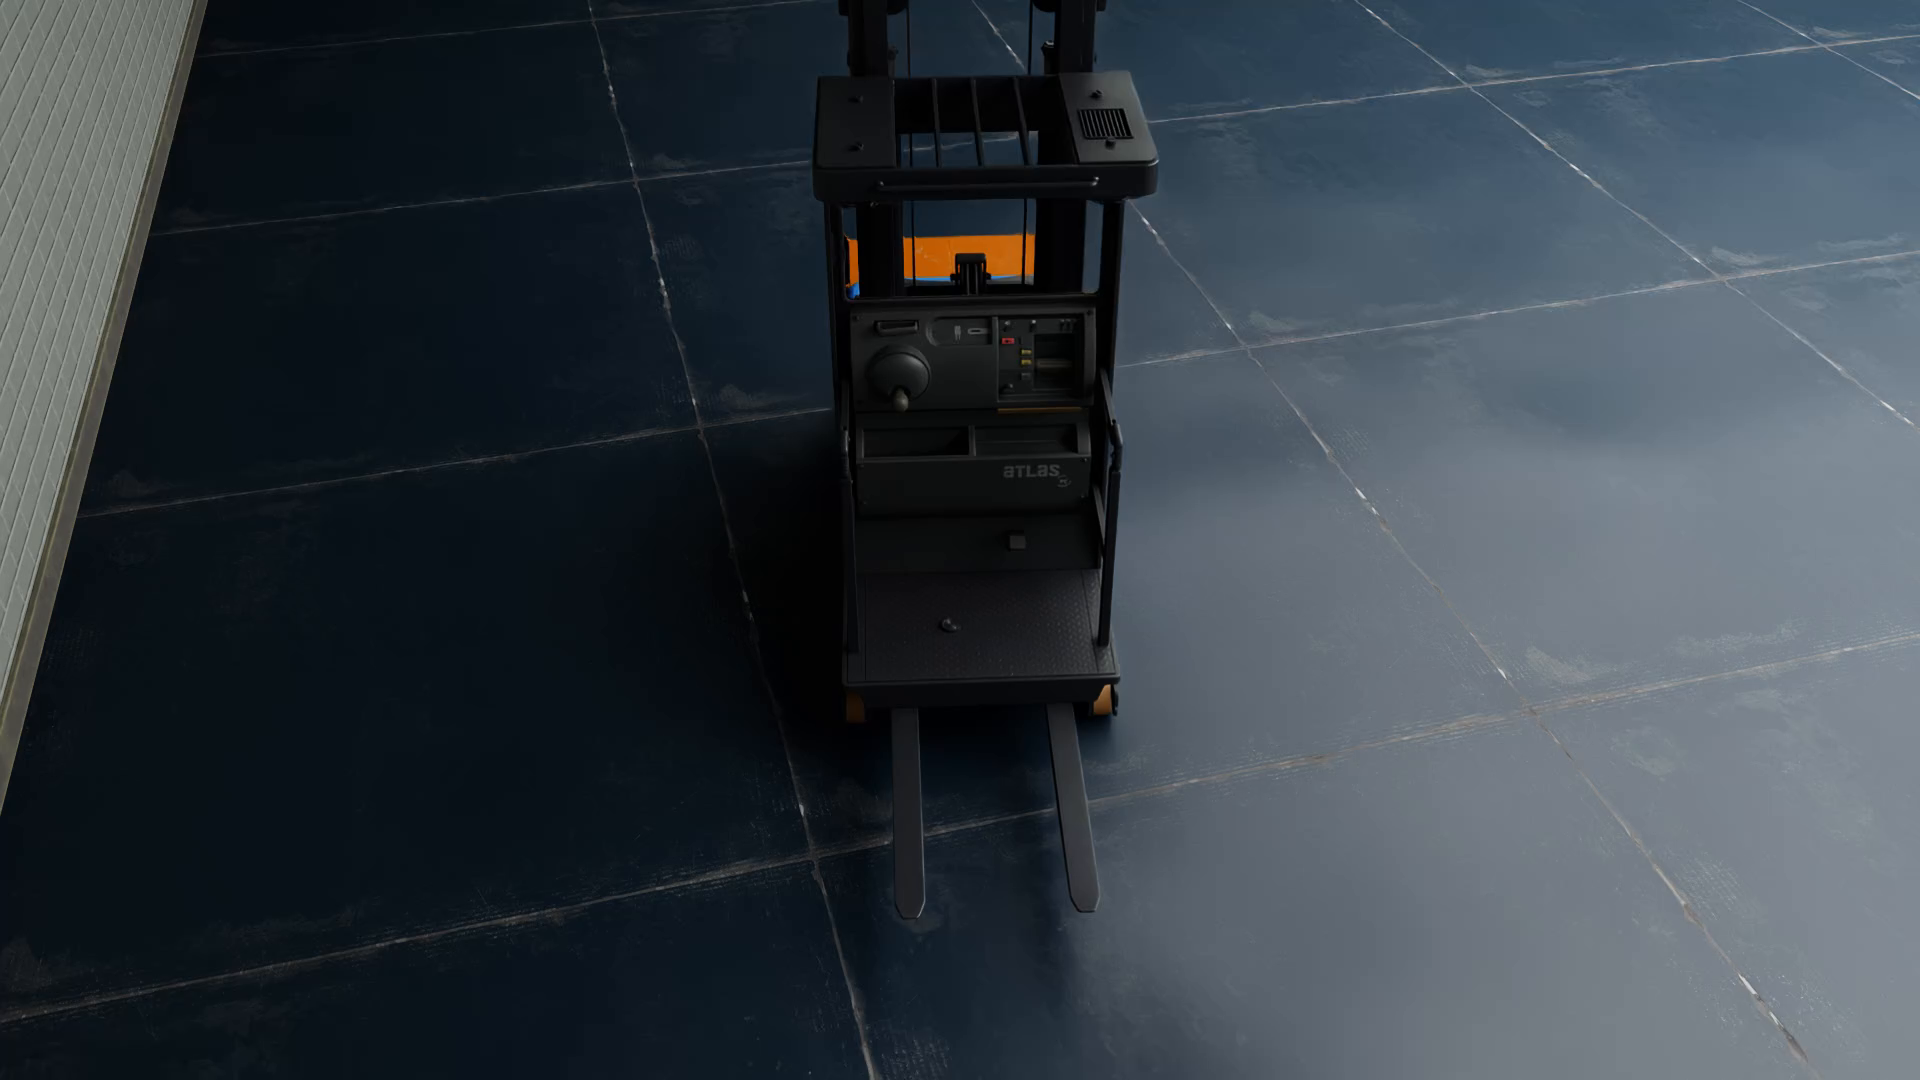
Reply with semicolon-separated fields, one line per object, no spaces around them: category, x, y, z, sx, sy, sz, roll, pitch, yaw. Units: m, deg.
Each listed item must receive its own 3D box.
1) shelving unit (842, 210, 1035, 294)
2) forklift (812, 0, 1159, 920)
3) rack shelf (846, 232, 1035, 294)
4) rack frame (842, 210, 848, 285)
shelving unit;-0.045;-1.002;8.134;1.048;1.125;0.538;-2;37;-3
forklift;0.063;-0.620;6.149;1.130;2.935;3.031;-2;37;-2
rack shelf;-0.045;-1.234;7.956;1.000;0.278;0.538;-2;37;-3
rack frame;-0.552;-0.981;8.106;0.032;1.125;0.500;-2;37;-3
